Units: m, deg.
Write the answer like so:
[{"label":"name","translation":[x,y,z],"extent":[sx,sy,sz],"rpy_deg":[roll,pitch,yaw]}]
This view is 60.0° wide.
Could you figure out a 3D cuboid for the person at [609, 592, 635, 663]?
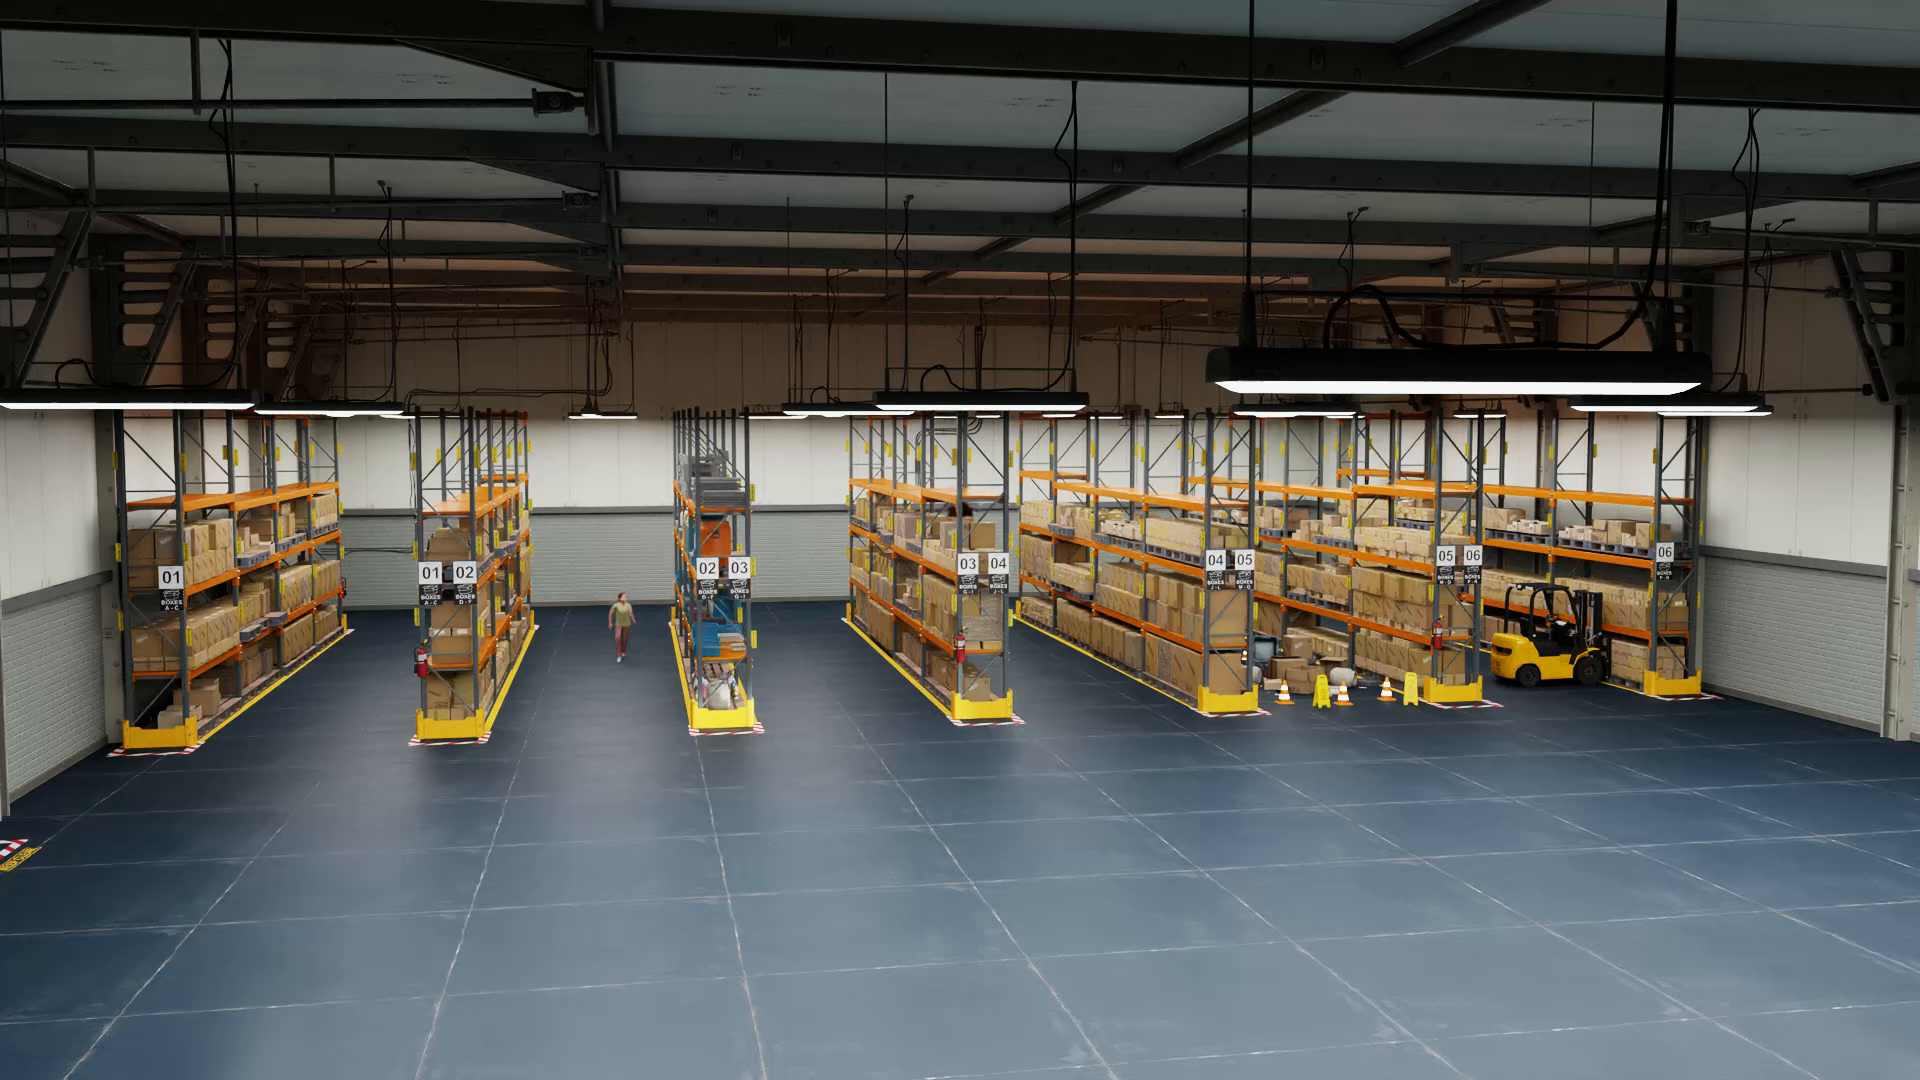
[{"label":"person","translation":[-8.120,2.074,39.984],"extent":[0.621,1.649,0.982],"rpy_deg":[-1,4,-11]}]

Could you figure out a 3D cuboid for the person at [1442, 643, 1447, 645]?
[{"label":"person","translation":[11.020,2.164,38.161],"extent":[0.474,1.728,0.614],"rpy_deg":[2,4,21]}]
